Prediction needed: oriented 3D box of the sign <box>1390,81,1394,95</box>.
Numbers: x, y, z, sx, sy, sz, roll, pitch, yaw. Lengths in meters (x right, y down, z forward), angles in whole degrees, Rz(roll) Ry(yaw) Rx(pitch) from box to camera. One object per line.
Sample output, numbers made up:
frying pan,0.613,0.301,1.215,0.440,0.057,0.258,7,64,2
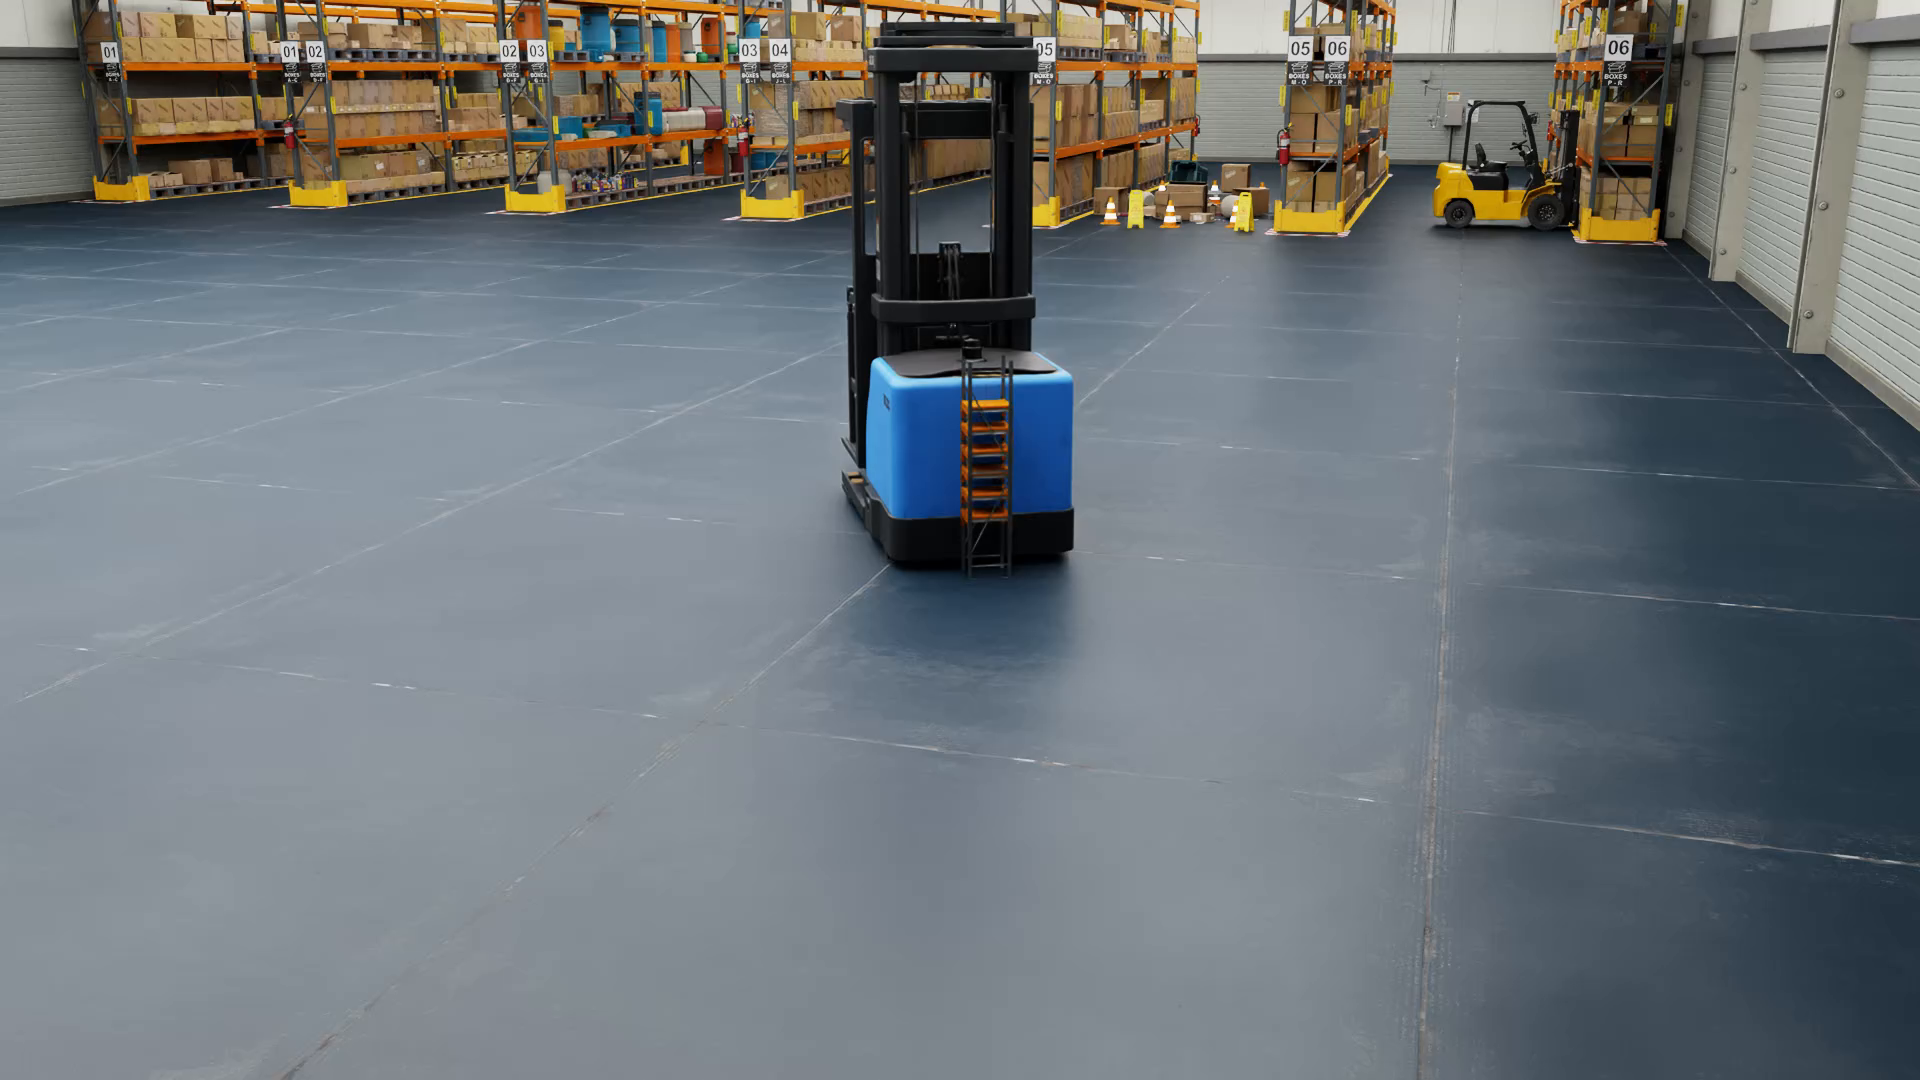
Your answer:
sign,11.025,-11.538,42.456,0.100,0.325,0.005,5,16,16

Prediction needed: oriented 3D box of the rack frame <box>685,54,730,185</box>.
rack frame,-6.015,-9.973,39.492,1.000,3.000,0.127,5,16,16

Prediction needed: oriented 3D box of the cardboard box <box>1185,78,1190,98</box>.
cardboard box,5.560,-11.534,42.437,0.500,0.500,0.500,6,17,19

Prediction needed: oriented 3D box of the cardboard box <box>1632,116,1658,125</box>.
cardboard box,11.067,-6.772,26.836,0.380,0.149,0.250,4,16,14

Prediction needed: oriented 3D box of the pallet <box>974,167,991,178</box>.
pallet,0.162,-9.486,42.888,1.003,0.211,1.213,5,16,16

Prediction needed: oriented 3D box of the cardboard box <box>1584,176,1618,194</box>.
cardboard box,10.554,-5.848,27.387,0.500,0.250,0.500,5,17,18

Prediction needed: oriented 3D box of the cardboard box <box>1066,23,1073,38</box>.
cardboard box,1.714,-9.088,29.653,0.500,0.250,0.500,4,16,15

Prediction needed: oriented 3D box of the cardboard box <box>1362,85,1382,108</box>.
cardboard box,9.486,-10.259,38.487,0.500,0.500,0.500,5,17,18

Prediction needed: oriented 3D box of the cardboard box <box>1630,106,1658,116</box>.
cardboard box,11.022,-6.918,26.804,0.380,0.149,0.250,4,16,15

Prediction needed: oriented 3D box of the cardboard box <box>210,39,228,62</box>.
cardboard box,-16.713,-10.913,37.089,0.500,0.500,0.500,3,16,11

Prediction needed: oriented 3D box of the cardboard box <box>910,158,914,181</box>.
cardboard box,-1.437,-8.421,37.795,0.700,0.500,0.500,4,16,13

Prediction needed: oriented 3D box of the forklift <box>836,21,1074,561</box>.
forklift,-0.154,-1.651,10.280,1.130,2.935,3.031,-3,16,-11

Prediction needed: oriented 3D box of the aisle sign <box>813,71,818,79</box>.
aisle sign,-4.006,-13.358,46.664,0.394,0.787,0.004,5,16,16

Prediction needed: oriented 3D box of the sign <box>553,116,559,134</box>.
sign,-7.762,-7.969,31.921,0.100,0.325,0.005,5,16,16

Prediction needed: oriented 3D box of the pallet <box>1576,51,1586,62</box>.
pallet,12.888,-9.604,33.041,1.213,0.211,1.003,5,17,18

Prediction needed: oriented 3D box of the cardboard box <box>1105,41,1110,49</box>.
cardboard box,2.857,-9.955,33.442,0.250,0.149,0.380,5,16,16

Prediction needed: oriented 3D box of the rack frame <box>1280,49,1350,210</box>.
rack frame,5.962,-6.727,28.049,1.000,3.000,0.127,5,16,16

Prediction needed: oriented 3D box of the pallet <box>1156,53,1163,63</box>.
pallet,4.028,-11.152,38.497,1.213,0.211,1.003,5,16,16

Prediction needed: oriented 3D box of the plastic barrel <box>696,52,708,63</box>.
plastic barrel,-6.036,-11.272,38.862,0.294,0.245,0.294,0,16,0

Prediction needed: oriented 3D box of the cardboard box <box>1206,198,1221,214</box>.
cardboard box,4.809,-6.412,31.947,0.258,0.266,0.396,-7,17,-23

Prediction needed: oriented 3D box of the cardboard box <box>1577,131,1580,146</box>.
cardboard box,11.751,-7.470,30.942,0.500,0.250,0.500,5,17,17

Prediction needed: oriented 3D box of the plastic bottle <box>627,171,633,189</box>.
plastic bottle,-7.058,-7.673,35.431,0.144,0.351,0.185,4,16,14

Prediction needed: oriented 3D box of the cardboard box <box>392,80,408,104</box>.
cardboard box,-12.305,-9.604,35.630,0.700,0.500,0.500,5,16,16

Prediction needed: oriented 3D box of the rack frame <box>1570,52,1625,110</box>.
rack frame,12.995,-8.436,34.075,1.000,3.000,0.127,5,16,16

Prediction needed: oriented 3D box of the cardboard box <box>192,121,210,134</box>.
cardboard box,-16.914,-9.090,36.619,0.500,0.250,0.500,5,17,16

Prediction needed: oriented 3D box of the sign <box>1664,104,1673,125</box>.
sign,11.252,-6.753,26.410,0.100,0.325,0.005,5,16,16

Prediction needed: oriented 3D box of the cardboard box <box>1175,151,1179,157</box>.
cardboard box,5.363,-9.822,42.324,0.380,0.149,0.250,5,17,16

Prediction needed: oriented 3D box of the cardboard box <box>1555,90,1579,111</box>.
cardboard box,14.456,-10.471,39.603,0.500,0.500,0.500,5,17,17

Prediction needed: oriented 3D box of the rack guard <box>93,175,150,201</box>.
rack guard,-17.765,-7.465,35.233,1.175,0.500,0.348,5,16,16

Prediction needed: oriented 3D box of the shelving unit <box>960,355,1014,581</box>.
shelving unit,0.144,-0.385,8.989,0.258,1.200,0.189,-3,16,-11

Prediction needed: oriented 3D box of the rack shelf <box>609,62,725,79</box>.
rack shelf,-6.583,-10.546,37.336,1.077,0.370,4.000,5,16,16

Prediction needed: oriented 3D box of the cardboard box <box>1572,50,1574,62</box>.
cardboard box,13.051,-10.092,34.690,0.500,0.250,0.500,5,16,16

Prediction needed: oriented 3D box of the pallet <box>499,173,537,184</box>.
pallet,-11.034,-8.804,40.481,1.003,0.211,1.213,5,16,16

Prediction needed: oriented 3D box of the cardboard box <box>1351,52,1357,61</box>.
cardboard box,6.731,-8.449,29.084,0.380,0.149,0.250,5,17,17

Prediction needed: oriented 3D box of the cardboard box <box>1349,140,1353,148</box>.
cardboard box,6.874,-7.144,29.980,0.380,0.149,0.250,5,17,16

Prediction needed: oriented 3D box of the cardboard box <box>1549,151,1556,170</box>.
cardboard box,15.004,-9.377,41.199,0.797,0.503,0.637,4,16,14

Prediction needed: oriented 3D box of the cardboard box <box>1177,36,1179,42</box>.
cardboard box,5.156,-12.288,40.785,0.380,0.149,0.250,4,16,14

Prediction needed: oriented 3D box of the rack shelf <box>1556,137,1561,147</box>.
rack shelf,13.564,-8.613,36.018,1.077,0.370,4.000,5,16,16

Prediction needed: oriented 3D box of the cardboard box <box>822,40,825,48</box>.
cardboard box,-2.811,-9.519,31.939,0.380,0.149,0.250,4,16,15

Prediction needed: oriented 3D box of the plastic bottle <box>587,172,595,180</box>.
plastic bottle,-7.832,-7.635,35.299,0.144,0.351,0.185,4,16,14

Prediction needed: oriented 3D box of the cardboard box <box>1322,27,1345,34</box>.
cardboard box,6.258,-8.510,27.838,0.380,0.149,0.250,5,16,15

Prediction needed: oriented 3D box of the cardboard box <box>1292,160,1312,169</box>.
cardboard box,6.054,-6.676,29.575,0.380,0.149,0.250,5,17,17

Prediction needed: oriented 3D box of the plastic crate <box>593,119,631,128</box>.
plastic crate,-7.422,-8.769,35.363,0.767,0.338,0.504,5,16,16

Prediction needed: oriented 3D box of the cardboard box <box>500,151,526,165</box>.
cardboard box,-10.817,-9.214,40.059,0.500,0.311,0.500,4,16,15

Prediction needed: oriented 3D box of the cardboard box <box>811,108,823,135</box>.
cardboard box,-3.146,-8.096,32.148,0.875,0.500,0.500,5,16,16

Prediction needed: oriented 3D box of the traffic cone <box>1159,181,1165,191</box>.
traffic cone,4.153,-7.144,34.169,0.336,0.463,0.334,5,16,16

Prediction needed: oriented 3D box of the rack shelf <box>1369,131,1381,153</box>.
rack shelf,8.804,-8.997,37.371,1.077,0.370,4.000,5,16,16

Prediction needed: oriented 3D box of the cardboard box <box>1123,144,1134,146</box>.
cardboard box,3.836,-9.139,38.989,0.500,0.250,0.500,5,17,18

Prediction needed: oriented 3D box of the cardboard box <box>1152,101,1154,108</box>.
cardboard box,4.299,-10.130,38.648,0.380,0.149,0.250,4,16,13

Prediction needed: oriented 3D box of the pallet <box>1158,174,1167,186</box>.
pallet,4.378,-8.679,40.040,1.003,0.211,1.213,5,16,16

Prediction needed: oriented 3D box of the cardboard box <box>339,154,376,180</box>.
cardboard box,-12.530,-7.759,34.582,0.500,0.500,0.500,5,16,16

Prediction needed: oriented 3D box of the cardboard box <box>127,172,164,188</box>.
cardboard box,-17.504,-7.740,35.742,0.500,0.311,0.500,3,16,10

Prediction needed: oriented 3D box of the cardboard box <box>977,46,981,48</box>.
cardboard box,0.193,-12.726,42.567,0.700,0.500,0.500,6,17,19

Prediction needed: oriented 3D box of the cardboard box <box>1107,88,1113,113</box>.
cardboard box,2.748,-9.057,34.250,0.700,0.500,0.500,5,17,16
